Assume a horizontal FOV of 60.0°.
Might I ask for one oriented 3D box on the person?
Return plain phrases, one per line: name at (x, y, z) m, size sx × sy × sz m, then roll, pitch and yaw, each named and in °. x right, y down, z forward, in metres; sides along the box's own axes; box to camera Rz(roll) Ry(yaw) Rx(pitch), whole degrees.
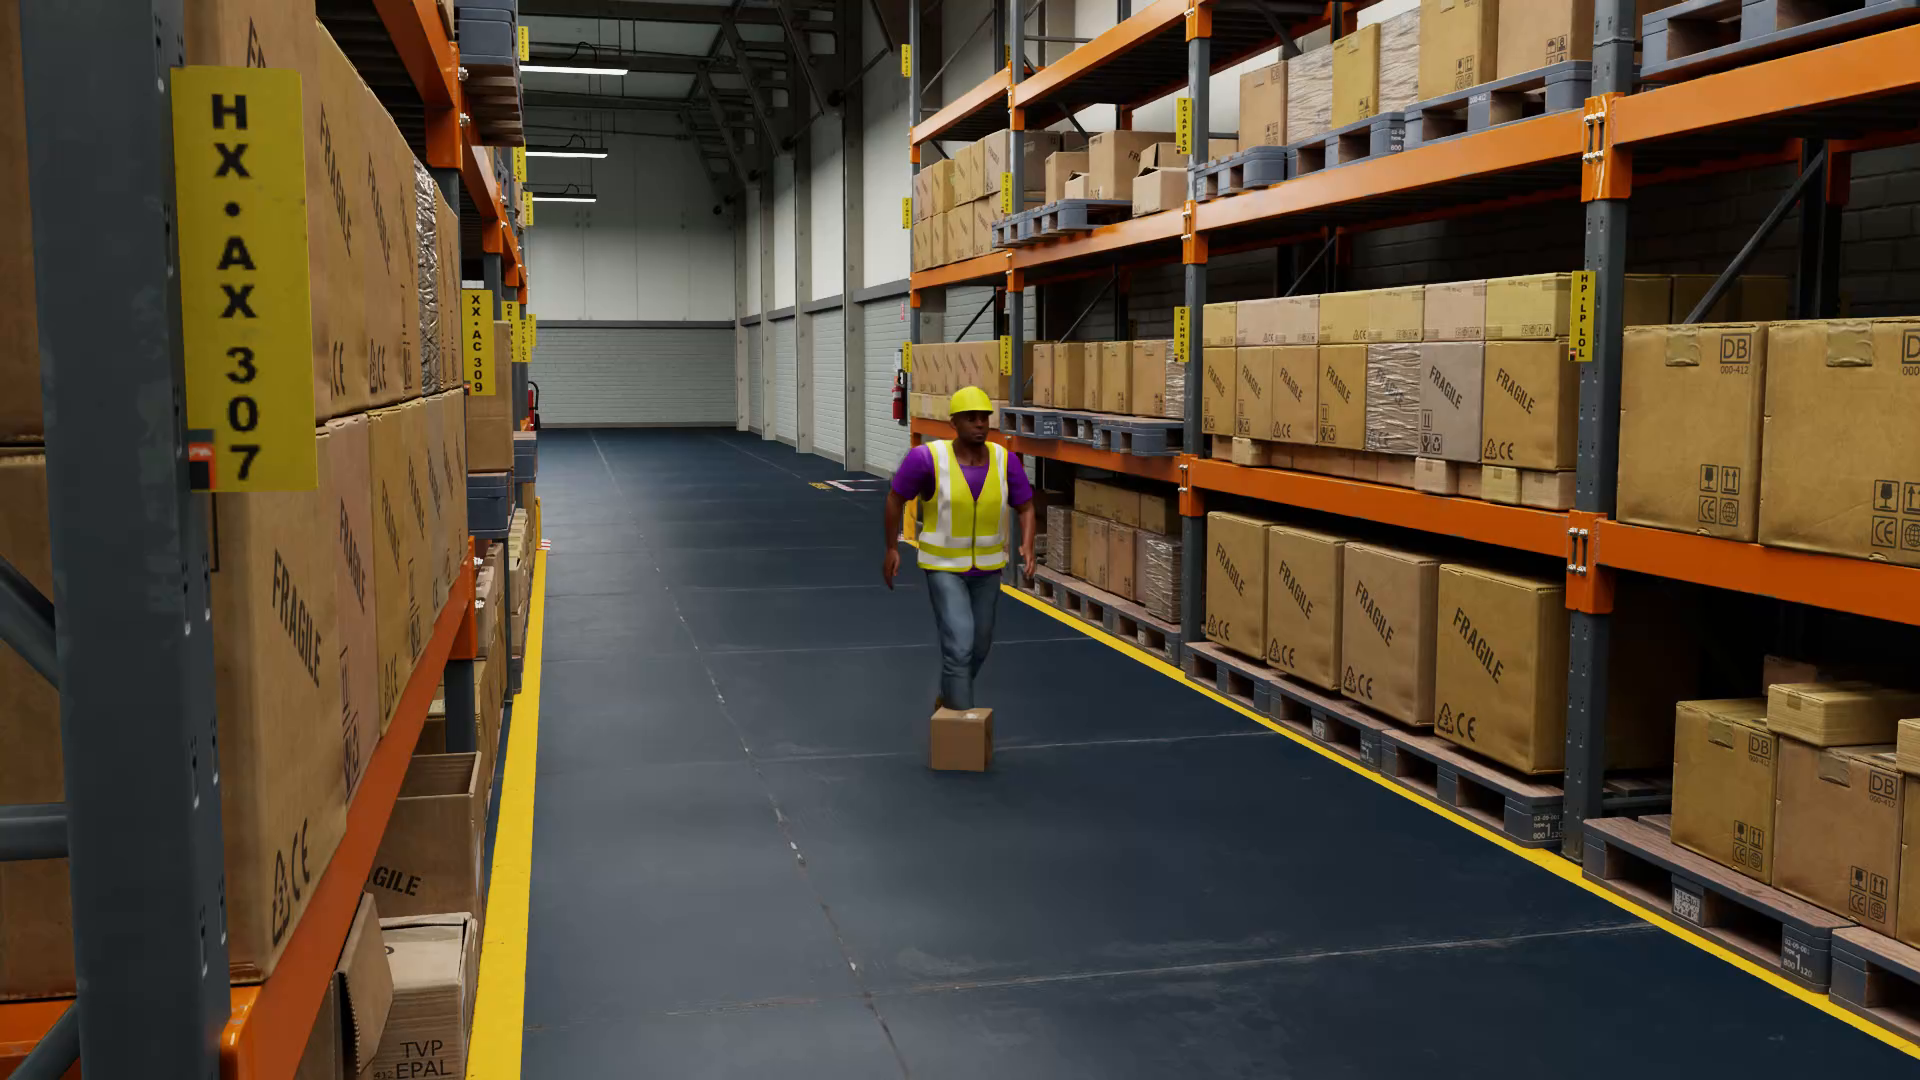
person at (0.004, 0.144, 7.984) m, size 0.730 × 1.759 × 0.809 m, roll -3°, pitch 7°, yaw -23°
